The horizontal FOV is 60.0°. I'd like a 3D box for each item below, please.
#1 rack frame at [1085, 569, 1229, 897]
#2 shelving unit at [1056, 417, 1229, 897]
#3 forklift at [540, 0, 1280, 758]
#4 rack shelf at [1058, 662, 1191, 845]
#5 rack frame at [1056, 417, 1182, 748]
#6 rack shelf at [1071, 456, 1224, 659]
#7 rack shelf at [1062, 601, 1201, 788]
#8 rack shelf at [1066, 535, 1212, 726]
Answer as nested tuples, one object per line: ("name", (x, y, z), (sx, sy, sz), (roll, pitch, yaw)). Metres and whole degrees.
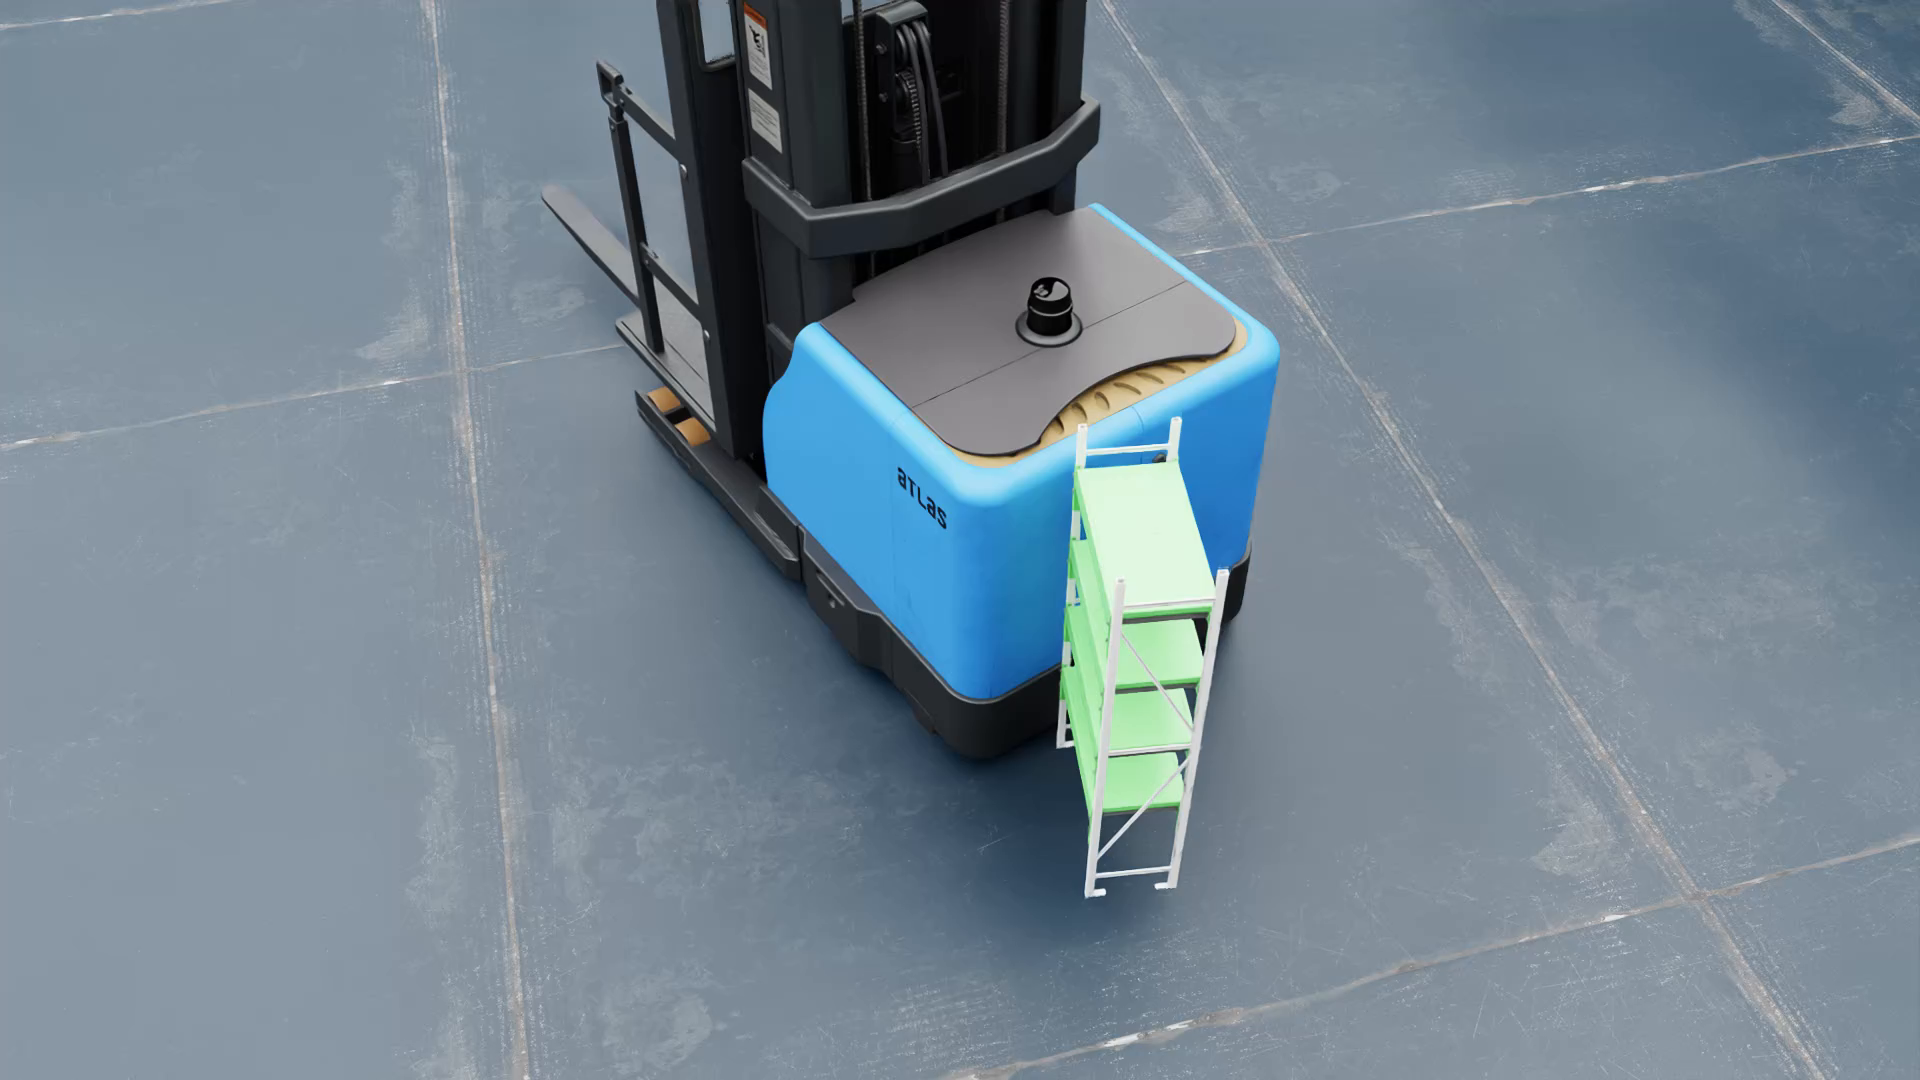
("rack frame", (0.446, 0.496, 3.923), (0.240, 1.200, 0.015), (-5, 46, -4))
("shelving unit", (0.419, 0.323, 4.093), (0.258, 1.200, 0.503), (-5, 46, -4))
("forklift", (-0.422, -1.443, 4.612), (1.130, 2.935, 3.031), (-27, 51, -24))
("rack shelf", (0.419, 0.536, 4.310), (0.258, 0.148, 0.480), (-5, 46, -4))
("rack frame", (0.392, 0.150, 4.263), (0.240, 1.200, 0.015), (-5, 46, -4))
("rack shelf", (0.419, 0.032, 3.796), (0.258, 0.148, 0.480), (-5, 46, -4))
("rack shelf", (0.419, 0.368, 4.139), (0.258, 0.148, 0.480), (-5, 46, -4))
("rack shelf", (0.419, 0.200, 3.967), (0.258, 0.148, 0.480), (-5, 46, -4))
